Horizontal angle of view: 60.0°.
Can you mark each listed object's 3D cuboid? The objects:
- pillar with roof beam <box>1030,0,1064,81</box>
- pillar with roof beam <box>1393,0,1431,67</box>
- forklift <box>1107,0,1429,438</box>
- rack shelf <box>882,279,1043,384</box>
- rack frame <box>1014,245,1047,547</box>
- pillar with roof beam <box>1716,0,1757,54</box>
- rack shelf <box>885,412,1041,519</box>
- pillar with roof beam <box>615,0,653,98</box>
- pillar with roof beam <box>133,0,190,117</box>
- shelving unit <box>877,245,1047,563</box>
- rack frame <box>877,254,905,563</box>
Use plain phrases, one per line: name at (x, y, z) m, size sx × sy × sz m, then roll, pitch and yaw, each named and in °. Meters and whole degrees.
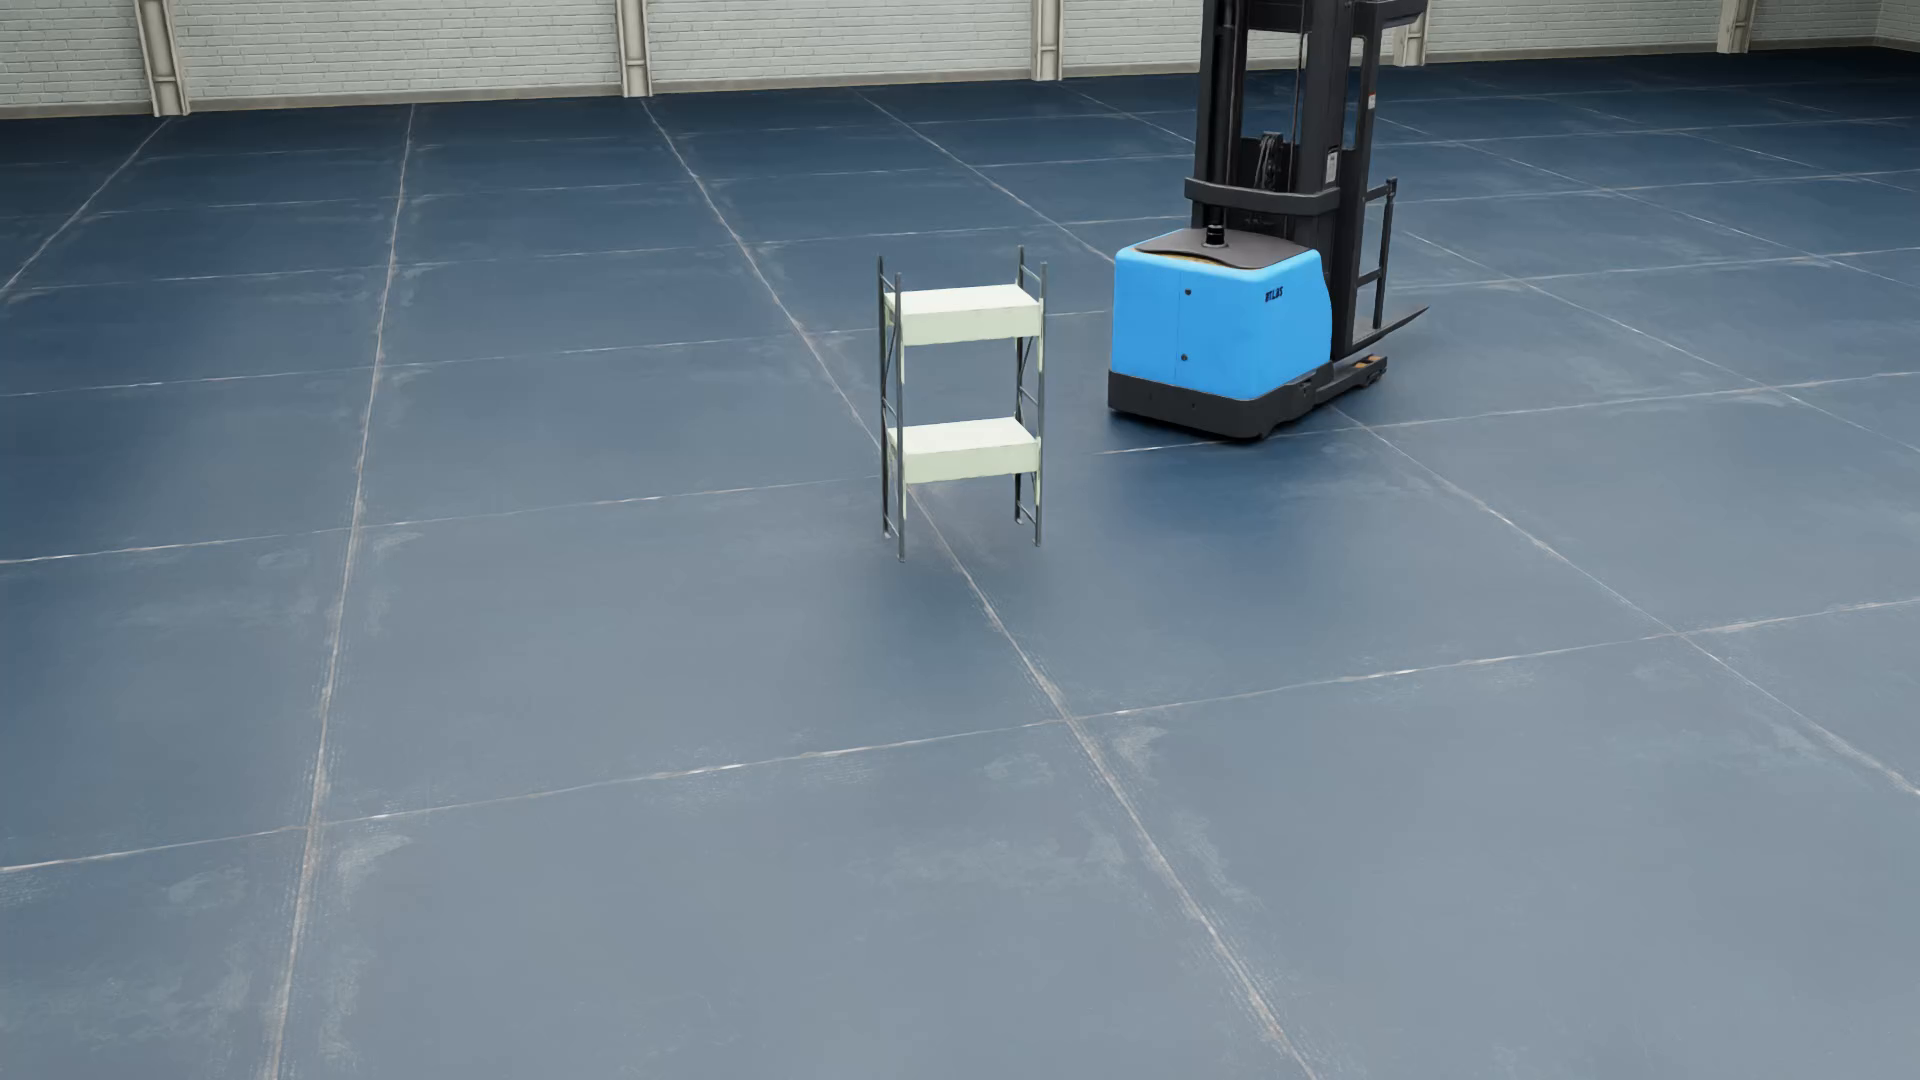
pillar with roof beam at (2.441, -9.338, 19.102) m, size 0.400 × 9.000 × 9.100 m, roll -6°, pitch 24°, yaw -14°
pillar with roof beam at (8.218, -9.978, 20.591) m, size 0.400 × 9.000 × 9.100 m, roll -6°, pitch 24°, yaw -14°
forklift at (2.241, -2.473, 10.797) m, size 1.130 × 2.935 × 3.031 m, roll 17°, pitch 29°, yaw 35°
rack shelf at (0.006, -1.049, 8.302) m, size 0.720 × 0.370 × 0.431 m, roll -6°, pitch 24°, yaw -14°
rack frame at (0.359, -0.729, 8.547) m, size 0.023 × 1.500 × 0.400 m, roll -6°, pitch 24°, yaw -14°
pillar with roof beam at (13.995, -10.617, 22.080) m, size 0.400 × 9.000 × 9.100 m, roll -6°, pitch 24°, yaw -14°
rack shelf at (0.006, -0.390, 8.584) m, size 0.720 × 0.370 × 0.431 m, roll -6°, pitch 24°, yaw -14°
pillar with roof beam at (-3.336, -8.699, 17.612) m, size 0.400 × 9.000 × 9.100 m, roll -6°, pitch 24°, yaw -14°
pillar with roof beam at (-9.113, -8.060, 16.123) m, size 0.400 × 9.000 × 9.100 m, roll -6°, pitch 24°, yaw -14°
shelving unit at (0.006, -0.690, 8.456) m, size 0.755 × 1.500 × 0.431 m, roll -6°, pitch 24°, yaw -14°
rack frame at (-0.346, -0.651, 8.365) m, size 0.023 × 1.500 × 0.400 m, roll -6°, pitch 24°, yaw -14°
